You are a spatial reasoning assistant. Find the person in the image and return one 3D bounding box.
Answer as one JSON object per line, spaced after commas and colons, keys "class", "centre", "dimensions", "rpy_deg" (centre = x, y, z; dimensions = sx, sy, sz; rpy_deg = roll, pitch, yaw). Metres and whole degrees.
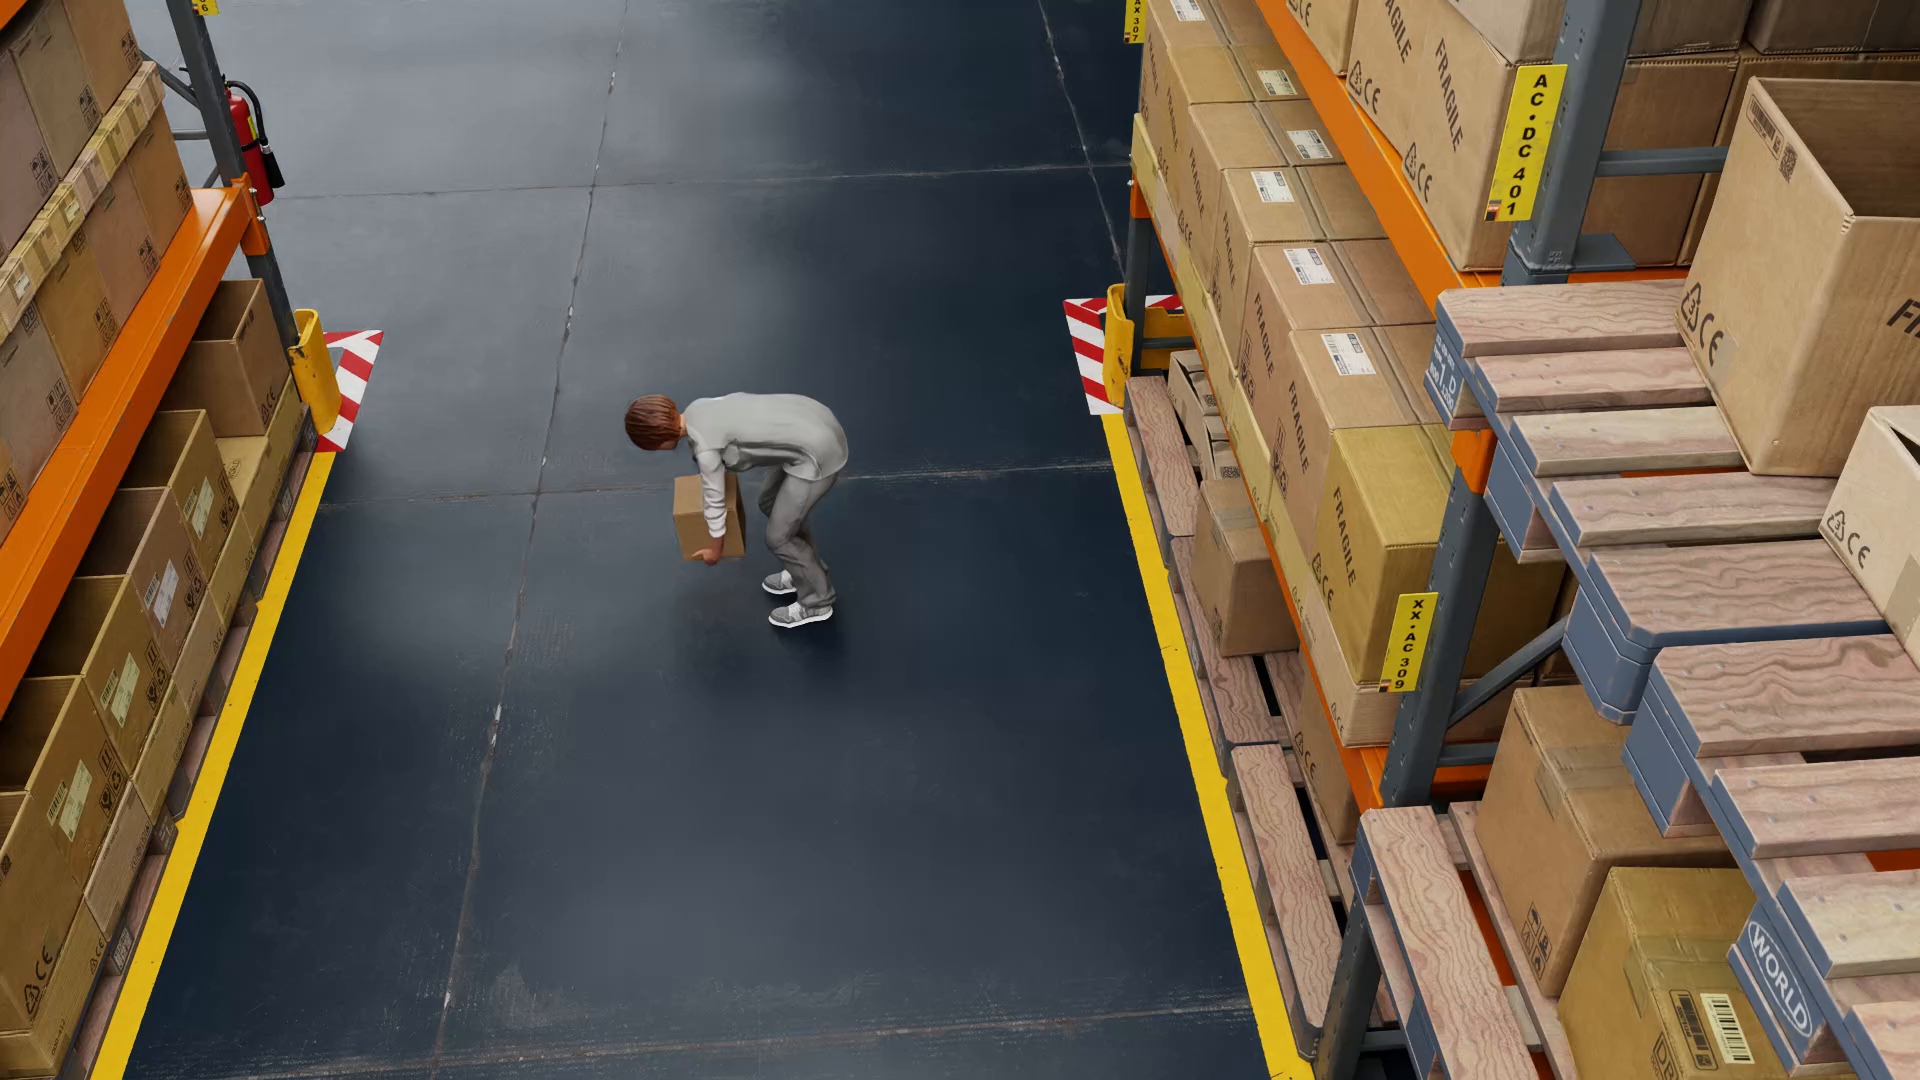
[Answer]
{"class": "person", "centre": [-0.731, -0.327, 6.592], "dimensions": [0.528, 1.561, 0.370], "rpy_deg": [-4, 40, -5]}
